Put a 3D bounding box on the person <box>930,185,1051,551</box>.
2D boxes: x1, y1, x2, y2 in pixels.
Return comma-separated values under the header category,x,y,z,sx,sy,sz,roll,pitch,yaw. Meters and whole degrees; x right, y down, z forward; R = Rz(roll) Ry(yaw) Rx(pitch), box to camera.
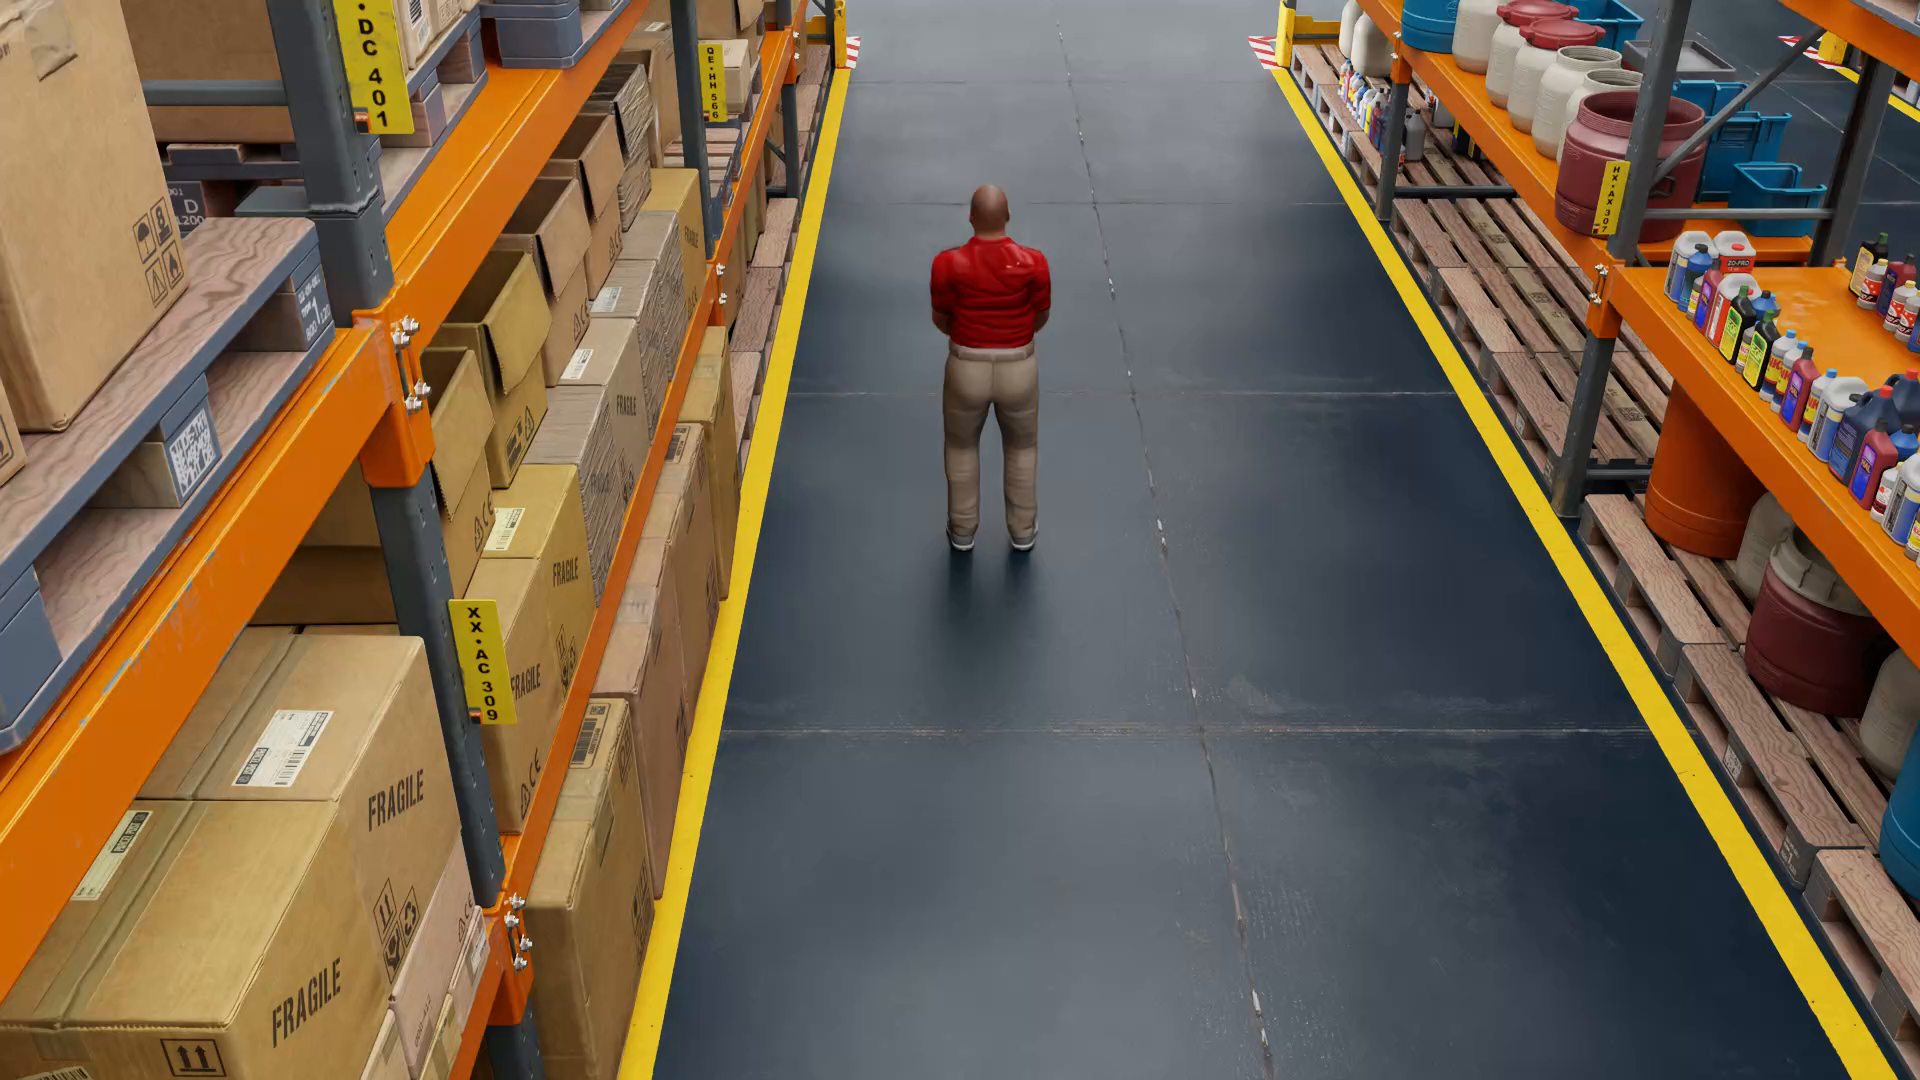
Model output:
category,x,y,z,sx,sy,sz,roll,pitch,yaw
person,0.130,-0.781,7.428,0.521,1.729,0.517,0,31,-1
